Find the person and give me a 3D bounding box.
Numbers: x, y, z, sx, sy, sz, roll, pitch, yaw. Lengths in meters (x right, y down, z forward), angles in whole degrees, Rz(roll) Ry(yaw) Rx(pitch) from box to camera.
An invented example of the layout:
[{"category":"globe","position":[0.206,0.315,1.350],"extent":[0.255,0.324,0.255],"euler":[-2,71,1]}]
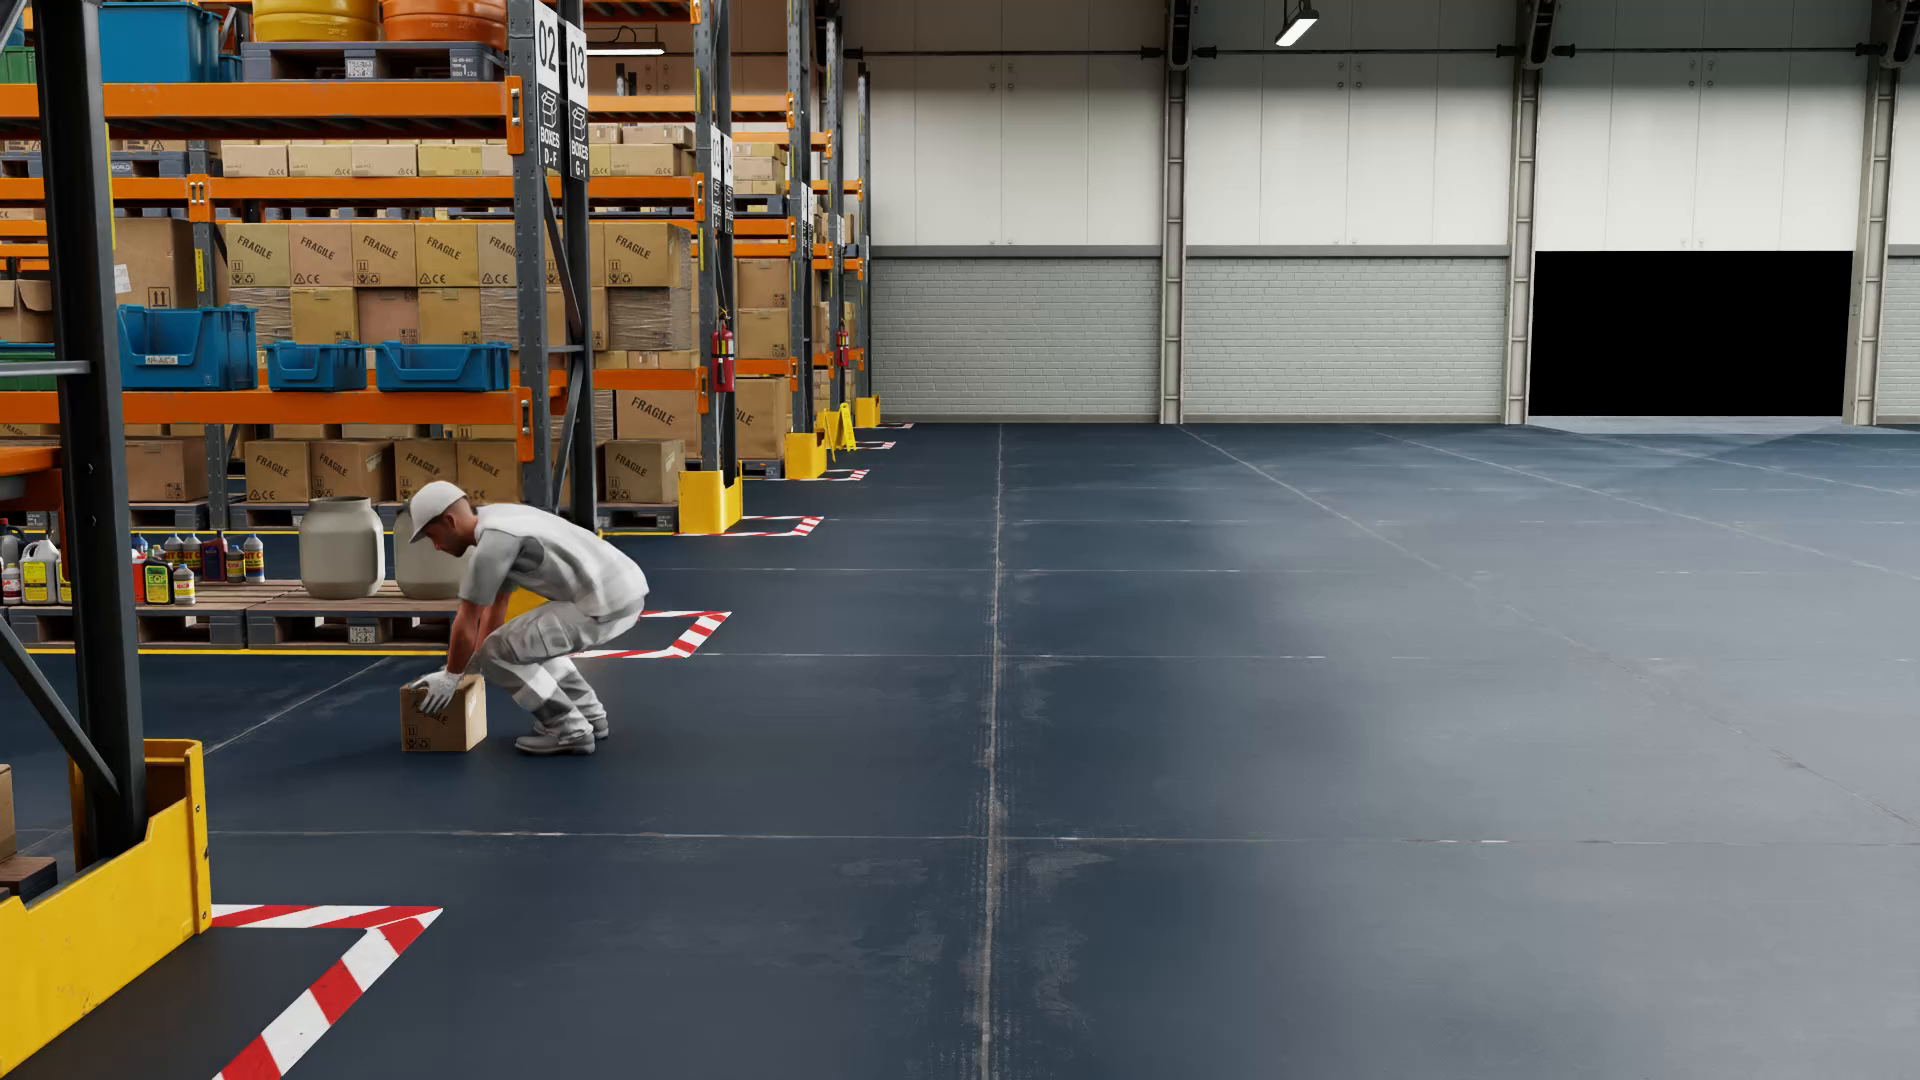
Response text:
[{"category":"person","position":[-1.648,0.289,6.390],"extent":[0.872,1.040,0.577],"euler":[0,7,1]}]
